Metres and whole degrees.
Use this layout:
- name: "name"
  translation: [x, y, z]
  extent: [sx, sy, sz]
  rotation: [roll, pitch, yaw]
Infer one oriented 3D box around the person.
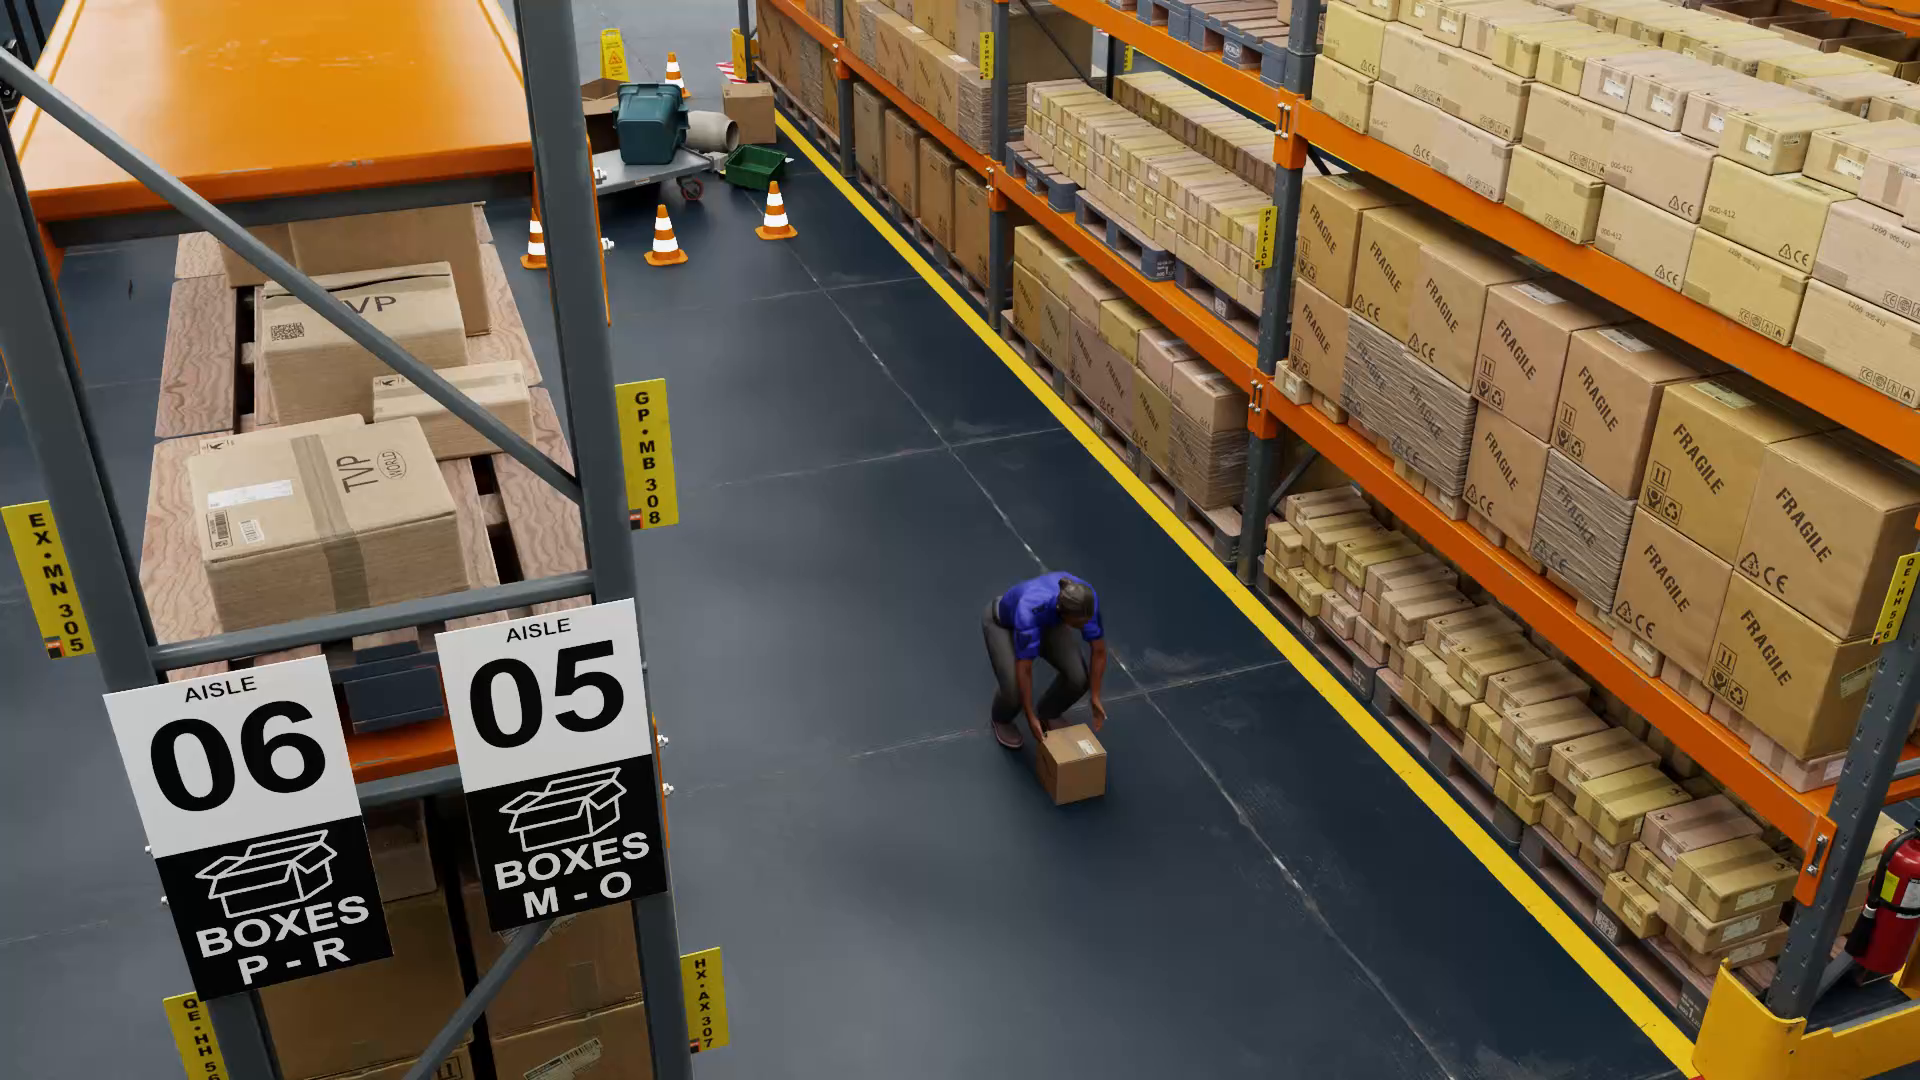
- name: "person"
  translation: [0.408, 0.531, 8.036]
  extent: [0.495, 1.052, 0.763]
  rotation: [-11, 32, -18]
